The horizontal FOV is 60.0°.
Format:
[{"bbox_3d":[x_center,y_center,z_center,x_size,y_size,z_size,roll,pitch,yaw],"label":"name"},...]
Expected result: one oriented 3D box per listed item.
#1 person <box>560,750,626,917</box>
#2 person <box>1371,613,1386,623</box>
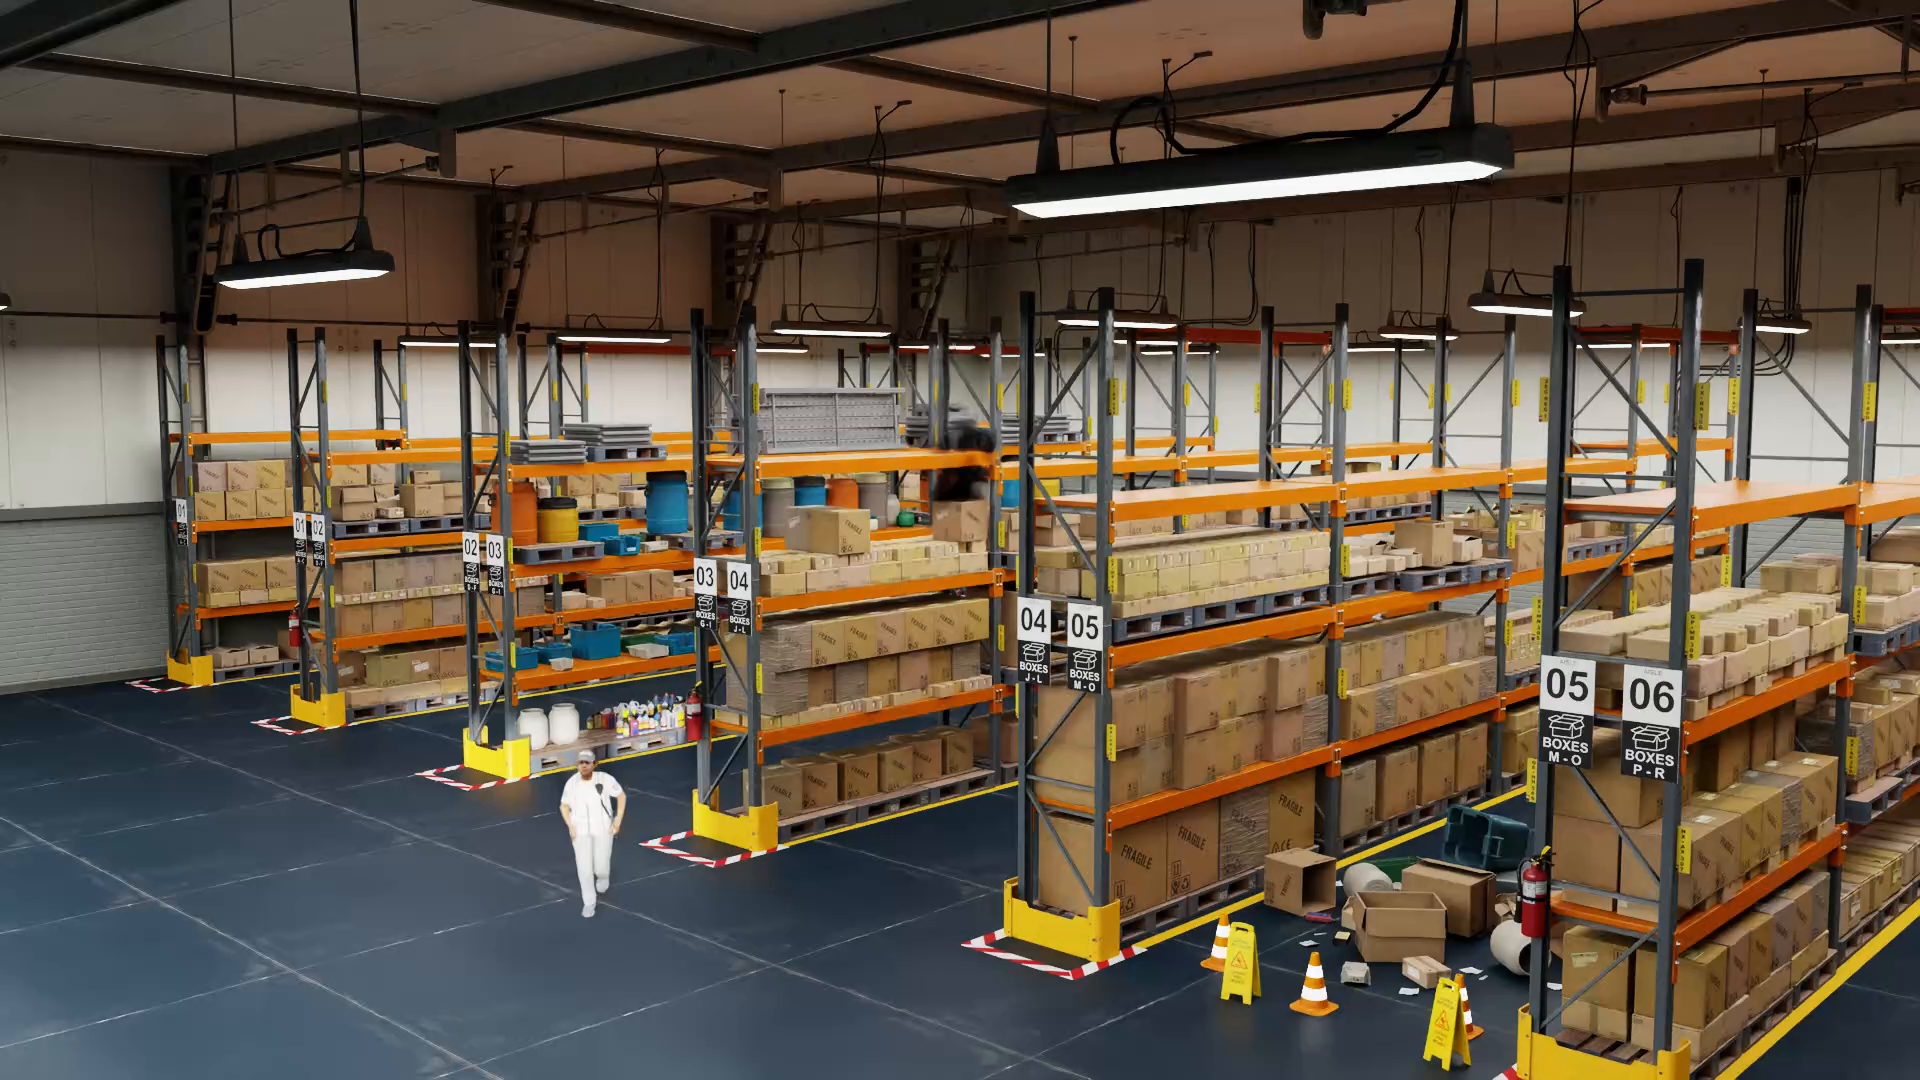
[{"bbox_3d":[-3.586,2.853,16.248,0.623,1.628,0.600,0,5,-3],"label":"person"},{"bbox_3d":[6.440,1.932,25.751,0.574,1.661,0.536,4,7,39],"label":"person"}]
